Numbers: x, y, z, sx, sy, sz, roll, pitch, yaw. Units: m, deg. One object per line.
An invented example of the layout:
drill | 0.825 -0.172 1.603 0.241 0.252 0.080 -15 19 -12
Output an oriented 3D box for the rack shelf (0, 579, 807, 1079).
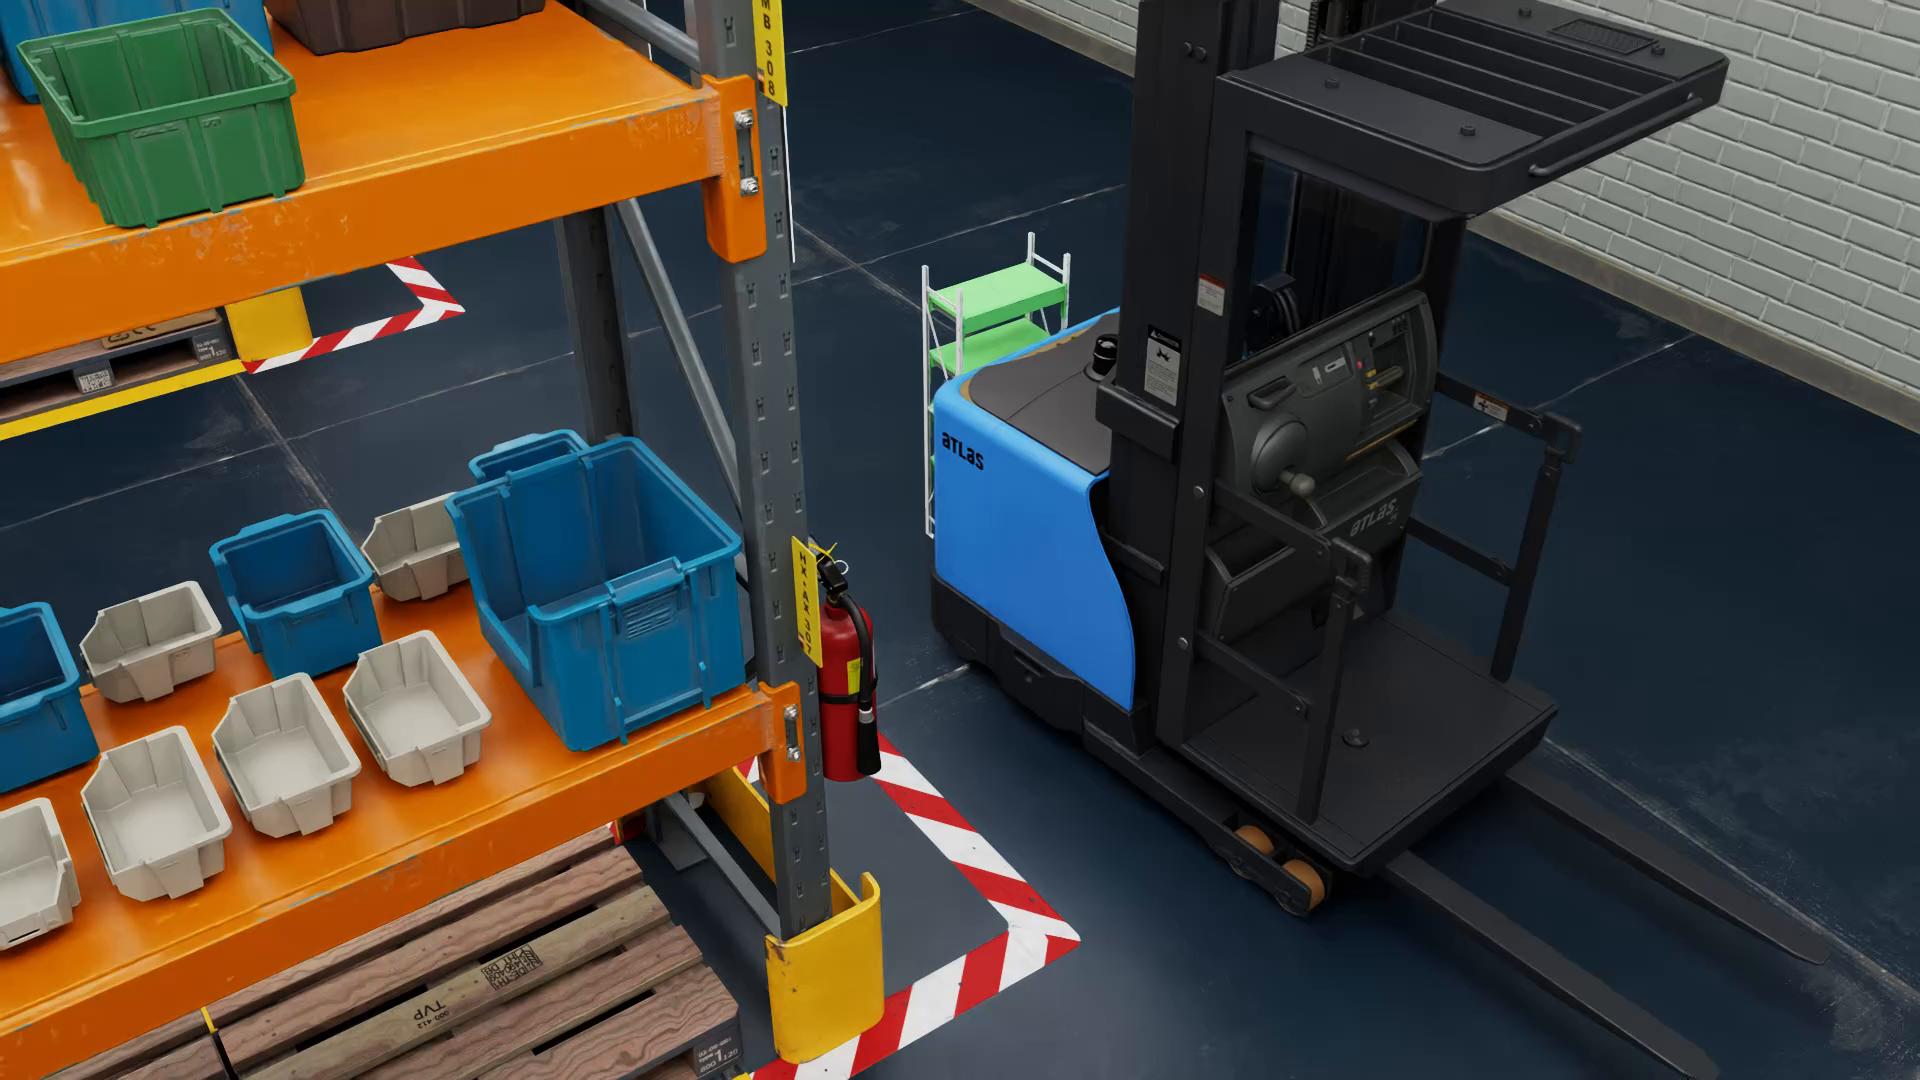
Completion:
rack shelf | -2.317 0.920 3.518 4.000 0.370 1.077 -22 41 -28

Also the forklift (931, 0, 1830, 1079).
forklift | 1.236 -0.371 4.755 1.130 2.935 3.031 -27 44 -32

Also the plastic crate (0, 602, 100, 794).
plastic crate | -2.150 0.367 3.762 0.300 0.233 0.416 -22 41 -28

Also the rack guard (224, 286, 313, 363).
rack guard | -3.595 -1.370 8.227 0.348 0.500 1.175 -22 41 -28

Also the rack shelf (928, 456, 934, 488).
rack shelf | 0.135 -0.296 6.655 0.480 0.148 0.258 -22 41 -28

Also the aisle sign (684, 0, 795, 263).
aisle sign | -0.455 -0.985 3.324 0.004 0.787 0.394 -22 41 -28

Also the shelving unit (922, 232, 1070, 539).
shelving unit | 0.135 -0.543 6.477 0.503 1.200 0.258 -22 41 -28

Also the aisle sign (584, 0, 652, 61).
aisle sign | -0.795 -1.266 3.715 0.004 0.787 0.394 -22 41 -28

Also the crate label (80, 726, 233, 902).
crate label | -1.704 0.594 3.529 0.243 0.136 0.396 -22 41 -28

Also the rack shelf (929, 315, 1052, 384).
rack shelf | 0.135 -0.686 6.374 0.480 0.148 0.258 -22 41 -28

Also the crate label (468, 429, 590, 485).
crate label | -1.074 -0.076 4.378 0.303 0.233 0.416 -22 41 -28

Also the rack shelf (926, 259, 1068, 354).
rack shelf | 0.135 -0.881 6.234 0.480 0.148 0.258 -22 41 -28

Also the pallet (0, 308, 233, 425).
pallet | -4.246 -0.984 7.938 1.213 0.211 1.003 -22 41 -28

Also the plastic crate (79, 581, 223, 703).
plastic crate | -1.938 0.260 3.994 0.298 0.136 0.250 -22 41 -28

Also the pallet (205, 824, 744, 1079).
pallet | -1.379 1.346 4.698 1.213 0.211 1.003 -22 41 -28

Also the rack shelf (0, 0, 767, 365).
rack shelf | -2.317 -0.298 2.643 4.000 0.370 1.077 -22 41 -28

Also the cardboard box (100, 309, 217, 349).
cardboard box | -3.836 -1.274 7.716 0.500 0.500 0.500 -22 41 -28

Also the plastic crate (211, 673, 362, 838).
plastic crate | -1.490 0.489 3.676 0.243 0.136 0.396 -22 41 -28

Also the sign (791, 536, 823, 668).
sign | -0.352 0.146 3.839 0.005 0.325 0.100 -22 41 -28

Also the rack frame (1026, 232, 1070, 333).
rack frame | 0.335 -0.625 6.591 0.015 1.200 0.240 -22 41 -28

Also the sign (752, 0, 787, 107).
sign | -0.352 -0.963 3.041 0.005 0.325 0.100 -22 41 -28

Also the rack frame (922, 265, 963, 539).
rack frame | -0.064 -0.461 6.363 0.015 1.200 0.240 -22 41 -28

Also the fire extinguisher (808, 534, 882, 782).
fire extinguisher | -0.298 0.304 4.144 0.183 0.674 0.296 -22 41 -28

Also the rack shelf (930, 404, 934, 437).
rack shelf | 0.135 -0.491 6.514 0.480 0.148 0.258 -22 41 -28

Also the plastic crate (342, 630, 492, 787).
plastic crate | -1.245 0.398 3.802 0.243 0.136 0.396 -22 41 -28

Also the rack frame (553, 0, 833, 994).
rack frame | -0.683 -0.045 4.244 0.127 3.000 1.000 -22 41 -28

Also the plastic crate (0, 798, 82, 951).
plastic crate | -1.935 0.703 3.378 0.250 0.136 0.298 -22 41 -28

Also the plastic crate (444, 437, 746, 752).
plastic crate | -0.849 0.118 3.935 0.499 0.435 0.616 -22 41 -28

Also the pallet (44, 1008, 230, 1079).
pallet | -2.375 1.754 4.131 1.213 0.211 1.003 -22 41 -28

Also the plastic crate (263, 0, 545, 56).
plastic crate | -1.158 -1.213 3.411 0.590 0.269 0.497 -22 41 -28

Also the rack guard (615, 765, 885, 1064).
rack guard | -0.670 0.955 4.993 0.348 0.500 1.175 -22 41 -28

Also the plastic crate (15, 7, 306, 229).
plastic crate | -1.324 -0.709 2.779 0.336 0.188 0.450 -22 41 -28

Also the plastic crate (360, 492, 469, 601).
plastic crate | -1.384 0.032 4.311 0.298 0.136 0.250 -22 41 -28

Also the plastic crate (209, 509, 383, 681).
plastic crate | -1.612 0.146 4.070 0.300 0.233 0.416 -22 41 -28

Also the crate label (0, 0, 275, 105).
crate label | -1.623 -1.046 3.194 0.502 0.251 0.408 -22 41 -28
